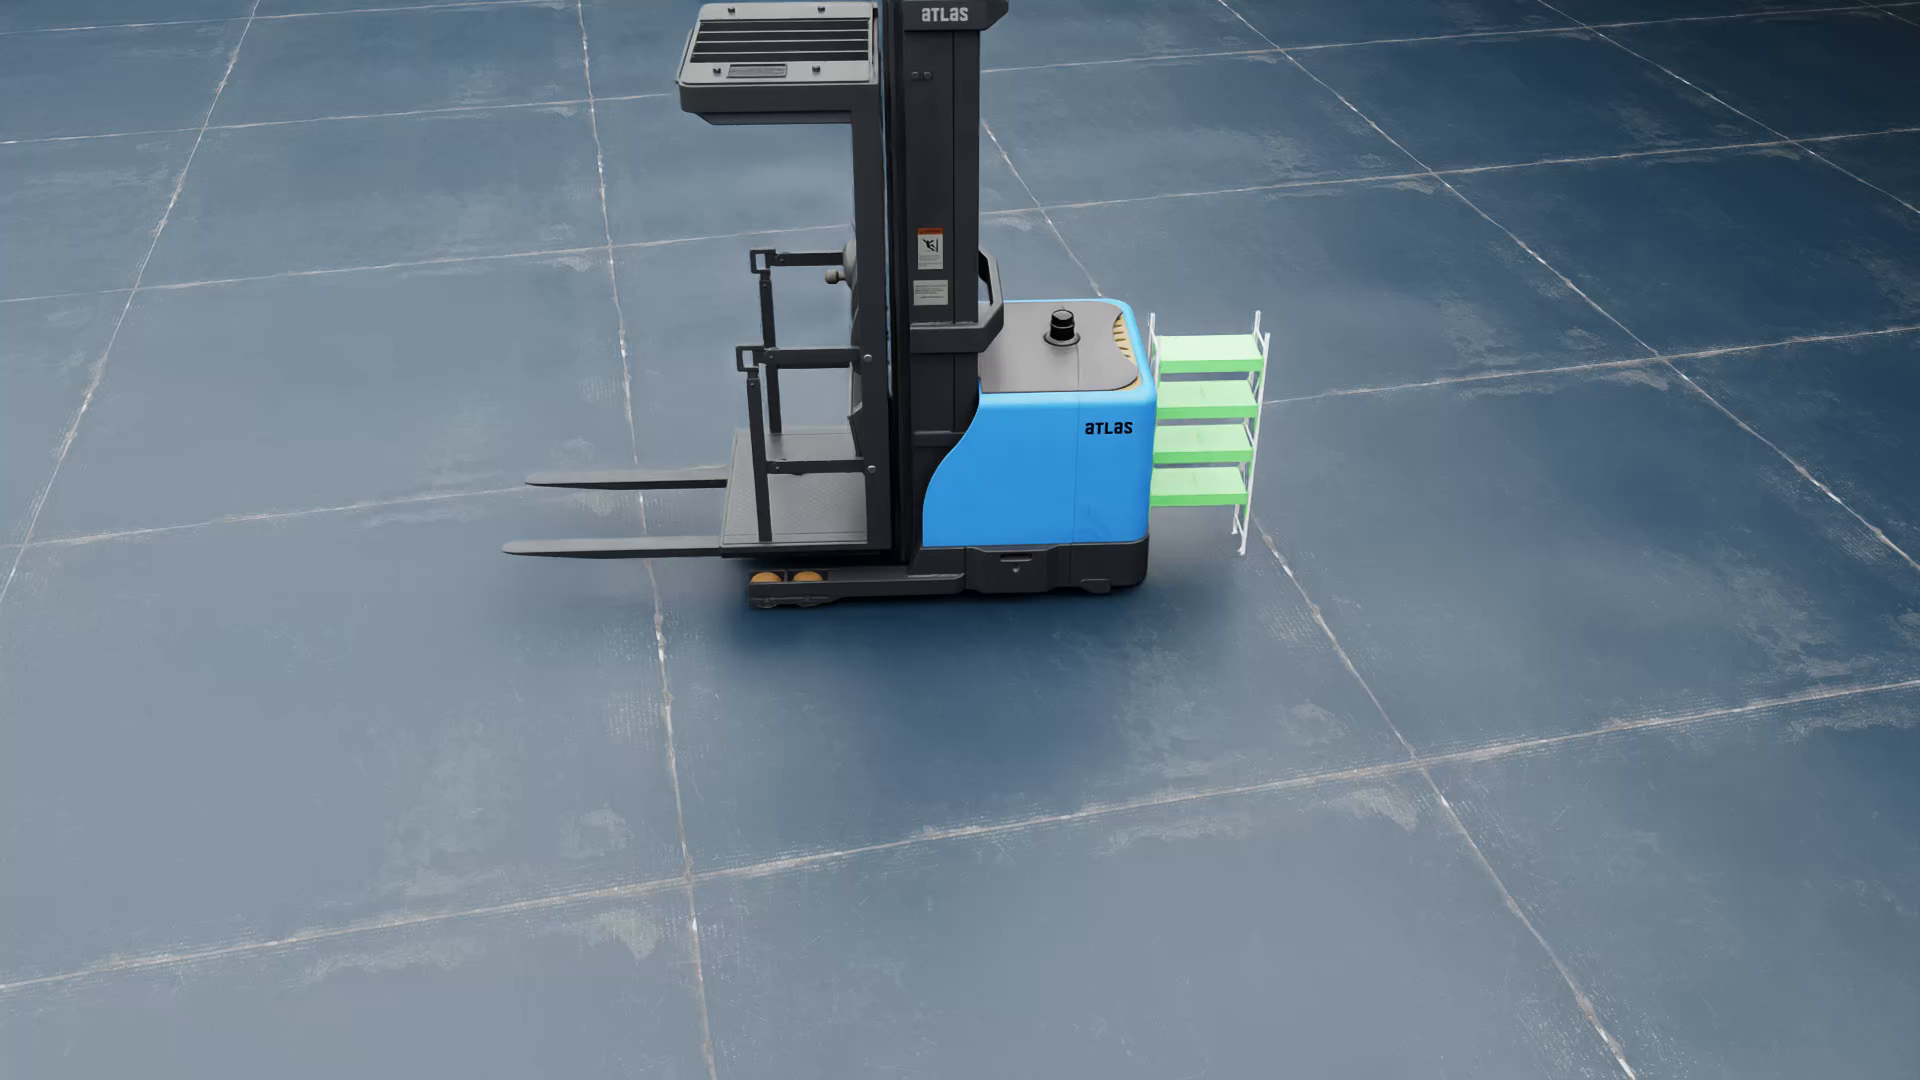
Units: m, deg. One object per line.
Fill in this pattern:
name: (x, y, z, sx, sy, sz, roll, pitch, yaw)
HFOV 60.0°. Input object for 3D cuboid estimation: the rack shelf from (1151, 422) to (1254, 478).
rack shelf: (1.135, -0.431, 7.931, 0.480, 0.148, 0.258, -1, 34, -2)

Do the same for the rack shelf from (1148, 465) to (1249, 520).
rack shelf: (1.135, -0.232, 8.064, 0.480, 0.148, 0.258, -1, 34, -2)

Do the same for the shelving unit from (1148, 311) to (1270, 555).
shelving unit: (1.135, -0.484, 7.895, 0.503, 1.200, 0.258, -1, 34, -2)

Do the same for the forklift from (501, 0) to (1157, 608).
forklift: (-0.647, -1.201, 7.410, 3.031, 2.935, 1.130, -1, 34, -2)

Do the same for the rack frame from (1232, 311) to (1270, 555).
rack frame: (1.379, -0.490, 7.904, 0.015, 1.200, 0.240, -1, 34, -2)

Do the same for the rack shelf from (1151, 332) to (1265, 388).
rack shelf: (1.135, -0.830, 7.663, 0.480, 0.148, 0.258, -1, 34, -2)

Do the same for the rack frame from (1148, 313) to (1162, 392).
rack frame: (0.891, -0.478, 7.886, 0.015, 1.200, 0.240, -1, 34, -2)

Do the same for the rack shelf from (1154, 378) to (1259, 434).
rack shelf: (1.135, -0.631, 7.797, 0.480, 0.148, 0.258, -1, 34, -2)
